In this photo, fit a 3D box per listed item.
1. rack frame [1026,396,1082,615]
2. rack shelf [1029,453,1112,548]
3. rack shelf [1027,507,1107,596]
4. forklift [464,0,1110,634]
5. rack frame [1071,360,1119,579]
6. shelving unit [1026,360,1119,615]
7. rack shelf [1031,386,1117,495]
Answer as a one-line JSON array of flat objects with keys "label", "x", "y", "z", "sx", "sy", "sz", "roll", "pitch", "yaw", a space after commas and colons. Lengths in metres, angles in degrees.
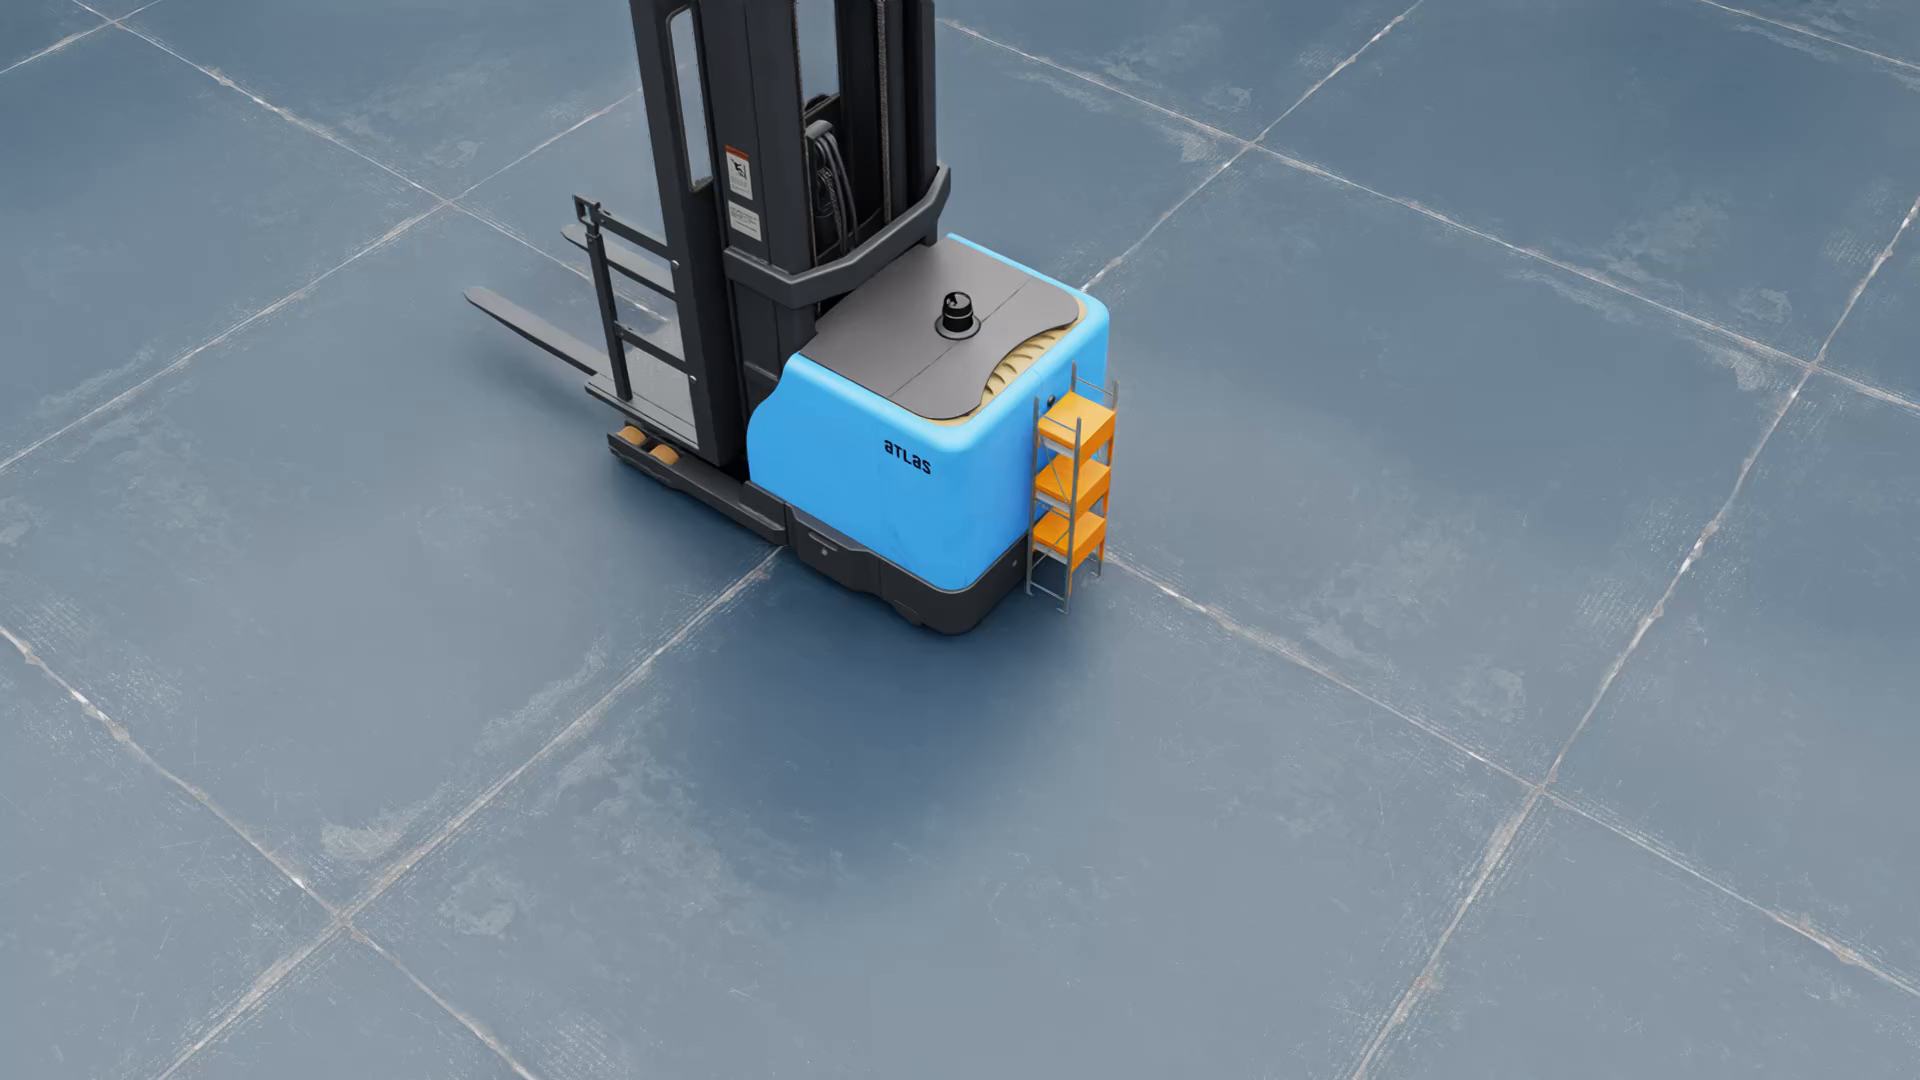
[{"label": "rack frame", "x": 0.348, "y": -0.109, "z": 6.292, "sx": 0.200, "sy": 1.050, "sz": 0.008, "roll": 28, "pitch": 52, "yaw": 24}, {"label": "rack shelf", "x": 0.421, "y": -0.172, "z": 6.368, "sx": 0.215, "sy": 0.259, "sz": 0.240, "roll": 28, "pitch": 52, "yaw": 24}, {"label": "rack shelf", "x": 0.421, "y": 0.020, "z": 6.569, "sx": 0.215, "sy": 0.259, "sz": 0.240, "roll": 28, "pitch": 52, "yaw": 24}, {"label": "forklift", "x": -0.896, "y": -1.531, "z": 6.350, "sx": 3.031, "sy": 2.935, "sz": 1.130, "roll": 29, "pitch": 53, "yaw": 25}, {"label": "rack frame", "x": 0.493, "y": -0.250, "z": 6.428, "sx": 0.200, "sy": 1.050, "sz": 0.008, "roll": 28, "pitch": 52, "yaw": 24}, {"label": "shelving unit", "x": 0.421, "y": -0.180, "z": 6.360, "sx": 0.215, "sy": 1.050, "sz": 0.252, "roll": 28, "pitch": 52, "yaw": 24}, {"label": "rack shelf", "x": 0.421, "y": -0.368, "z": 6.163, "sx": 0.215, "sy": 0.259, "sz": 0.240, "roll": 28, "pitch": 52, "yaw": 24}]
